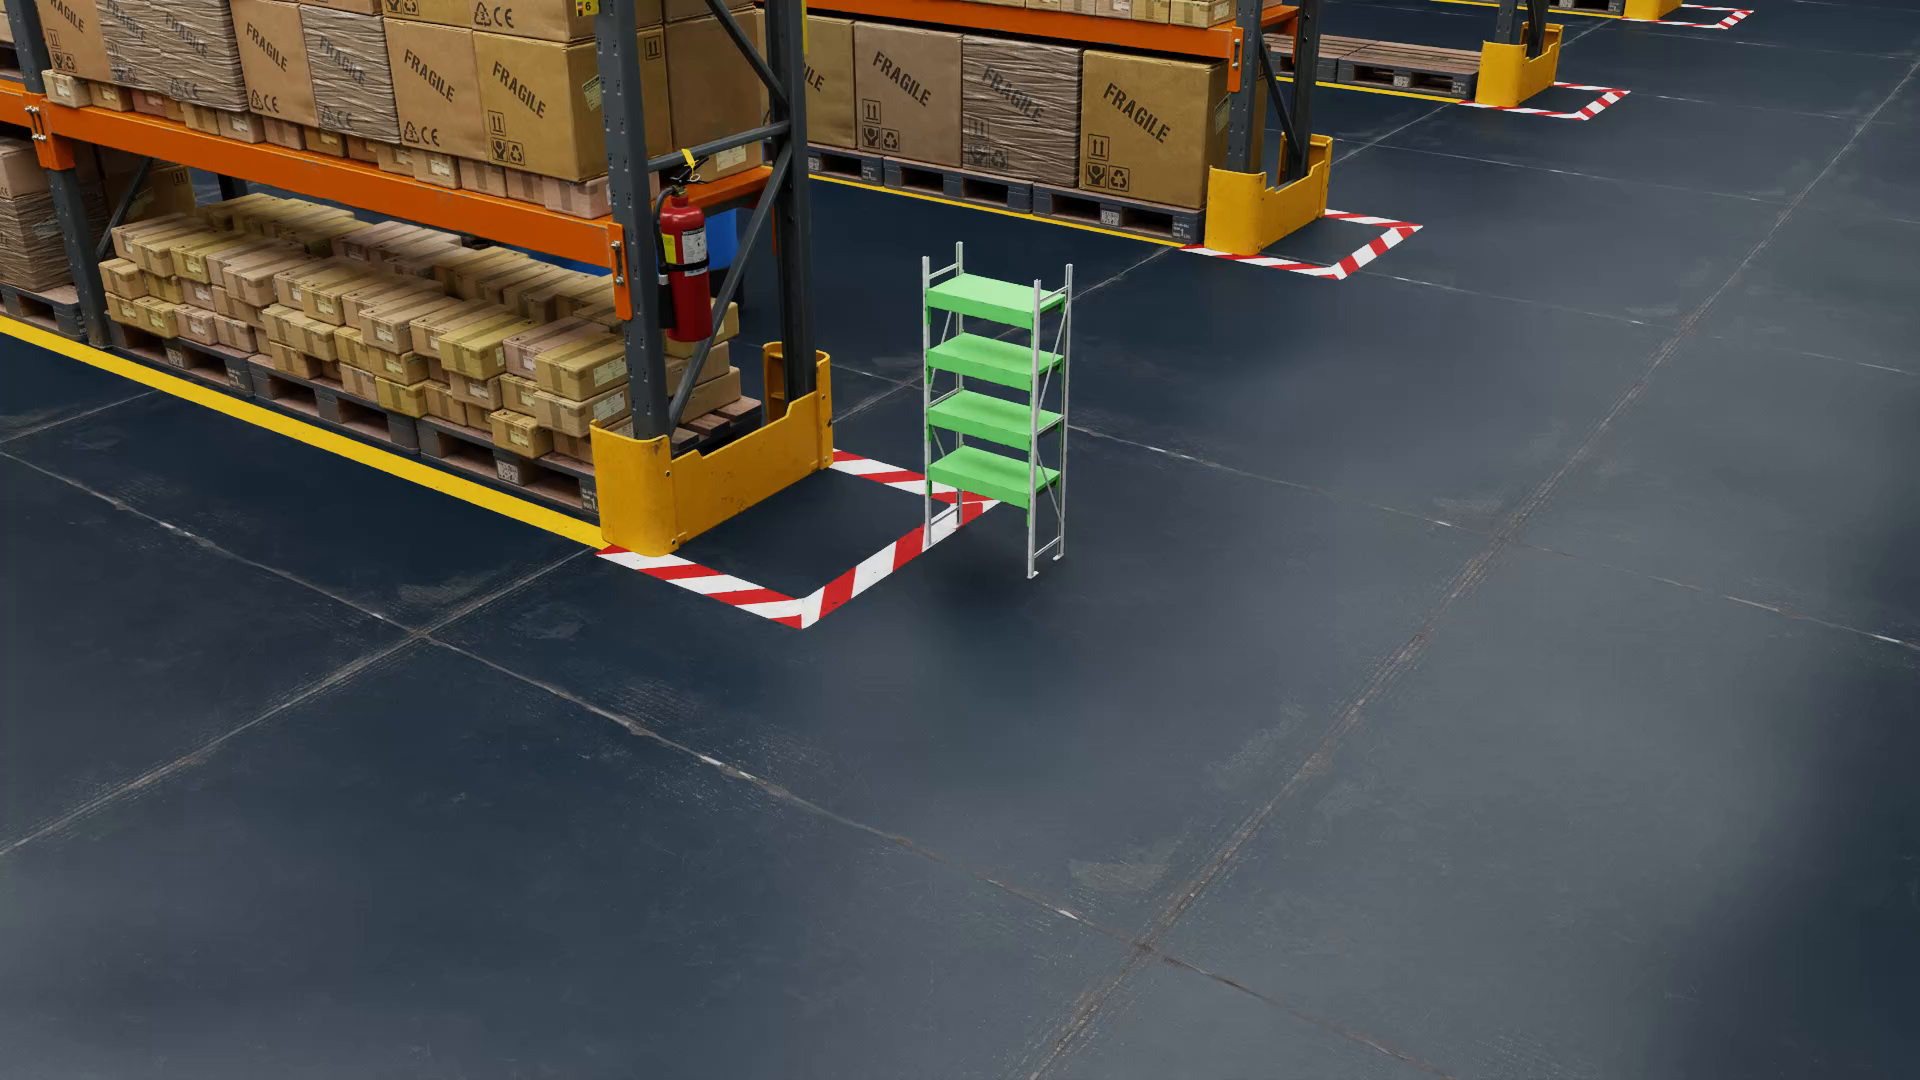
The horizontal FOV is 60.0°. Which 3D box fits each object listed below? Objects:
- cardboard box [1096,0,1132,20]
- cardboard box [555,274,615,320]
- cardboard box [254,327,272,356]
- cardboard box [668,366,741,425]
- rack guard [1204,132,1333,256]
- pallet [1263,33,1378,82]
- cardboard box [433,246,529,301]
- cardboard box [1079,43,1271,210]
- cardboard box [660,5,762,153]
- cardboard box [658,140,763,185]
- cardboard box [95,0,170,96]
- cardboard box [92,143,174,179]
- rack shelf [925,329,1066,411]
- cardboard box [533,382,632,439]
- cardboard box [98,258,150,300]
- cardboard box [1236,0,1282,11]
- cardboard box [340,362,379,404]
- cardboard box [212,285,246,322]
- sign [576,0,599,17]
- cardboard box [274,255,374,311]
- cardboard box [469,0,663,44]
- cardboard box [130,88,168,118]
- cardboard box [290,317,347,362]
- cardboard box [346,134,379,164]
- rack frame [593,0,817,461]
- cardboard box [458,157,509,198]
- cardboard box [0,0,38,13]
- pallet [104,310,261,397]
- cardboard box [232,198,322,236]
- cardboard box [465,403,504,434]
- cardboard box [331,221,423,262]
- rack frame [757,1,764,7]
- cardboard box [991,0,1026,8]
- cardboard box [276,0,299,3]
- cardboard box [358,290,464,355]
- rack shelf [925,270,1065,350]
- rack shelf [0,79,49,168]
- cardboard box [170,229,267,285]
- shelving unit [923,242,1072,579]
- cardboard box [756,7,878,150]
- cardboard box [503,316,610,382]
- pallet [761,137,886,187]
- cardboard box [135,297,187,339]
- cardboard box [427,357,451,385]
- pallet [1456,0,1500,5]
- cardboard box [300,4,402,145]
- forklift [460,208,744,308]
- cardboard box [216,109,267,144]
[{"bbox_3d":[1.040,-3.316,10.235,0.250,0.149,0.380,17,32,30],"label":"cardboard box"},{"bbox_3d":[-1.619,-1.081,7.592,0.250,0.149,0.380,17,32,30],"label":"cardboard box"},{"bbox_3d":[-3.196,-1.014,8.116,0.250,0.149,0.380,16,31,28],"label":"cardboard box"},{"bbox_3d":[-1.200,-0.670,7.440,0.250,0.149,0.380,18,32,31],"label":"cardboard box"},{"bbox_3d":[1.962,-2.208,10.537,0.348,0.500,1.175,17,32,30],"label":"rack guard"},{"bbox_3d":[3.087,-4.477,15.314,1.213,0.211,1.003,17,32,30],"label":"pallet"},{"bbox_3d":[-2.285,-1.273,7.969,0.250,0.149,0.380,18,32,31],"label":"cardboard box"},{"bbox_3d":[1.369,-2.703,10.633,0.875,0.875,0.875,17,32,30],"label":"cardboard box"},{"bbox_3d":[-1.163,-1.895,6.729,0.500,0.500,0.500,19,33,33],"label":"cardboard box"},{"bbox_3d":[-1.031,-1.593,6.851,0.250,0.149,0.380,17,32,30],"label":"cardboard box"},{"bbox_3d":[-3.569,-2.358,7.638,0.500,0.500,0.500,17,32,30],"label":"cardboard box"},{"bbox_3d":[-4.706,-2.223,9.276,0.500,0.250,0.500,16,31,28],"label":"cardboard box"},{"bbox_3d":[0.137,-0.649,6.314,0.480,0.148,0.258,17,32,30],"label":"rack shelf"},{"bbox_3d":[-1.546,-0.578,6.930,0.250,0.149,0.380,16,31,29],"label":"cardboard box"},{"bbox_3d":[-4.129,-1.363,8.474,0.250,0.149,0.380,19,33,33],"label":"cardboard box"},{"bbox_3d":[1.836,-3.430,10.461,0.250,0.149,0.380,18,32,31],"label":"cardboard box"},{"bbox_3d":[-2.610,-0.780,7.655,0.250,0.149,0.380,18,32,31],"label":"cardboard box"},{"bbox_3d":[-3.427,-1.212,8.177,0.250,0.149,0.380,16,31,28],"label":"cardboard box"},{"bbox_3d":[-1.280,-1.954,5.657,0.005,0.325,0.100,17,32,30],"label":"sign"},{"bbox_3d":[-2.987,-1.210,7.844,0.250,0.149,0.380,16,31,28],"label":"cardboard box"},{"bbox_3d":[-1.467,-2.147,6.121,0.500,0.500,0.500,17,31,29],"label":"cardboard box"},{"bbox_3d":[-3.694,-2.132,7.910,0.250,0.149,0.380,16,31,28],"label":"cardboard box"},{"bbox_3d":[-2.853,-0.972,7.704,0.250,0.149,0.380,18,32,31],"label":"cardboard box"},{"bbox_3d":[-2.390,-1.729,7.118,0.250,0.149,0.380,16,31,28],"label":"cardboard box"},{"bbox_3d":[-0.949,-1.500,6.389,0.127,3.000,1.000,17,32,30],"label":"rack frame"},{"bbox_3d":[-1.777,-1.502,6.672,0.250,0.149,0.380,17,32,30],"label":"cardboard box"},{"bbox_3d":[-4.686,-2.763,8.358,0.250,0.149,0.380,18,32,32],"label":"cardboard box"},{"bbox_3d":[-3.673,-1.125,8.727,1.213,0.211,1.003,17,32,30],"label":"pallet"},{"bbox_3d":[-3.573,-1.664,8.736,0.250,0.149,0.380,18,32,31],"label":"cardboard box"},{"bbox_3d":[-1.940,-0.602,7.305,0.250,0.149,0.380,17,32,30],"label":"cardboard box"},{"bbox_3d":[-2.918,-1.472,8.359,0.250,0.149,0.380,16,31,28],"label":"cardboard box"},{"bbox_3d":[-1.355,-4.355,12.000,0.127,3.000,1.000,17,32,30],"label":"rack frame"},{"bbox_3d":[0.405,-3.512,10.622,0.250,0.149,0.380,17,32,30],"label":"cardboard box"},{"bbox_3d":[-2.757,-2.542,6.897,0.500,0.500,0.500,16,31,29],"label":"cardboard box"},{"bbox_3d":[-2.420,-0.966,7.365,0.250,0.149,0.380,19,32,32],"label":"cardboard box"},{"bbox_3d":[0.137,-0.863,6.205,0.480,0.148,0.258,17,32,30],"label":"rack shelf"},{"bbox_3d":[-5.895,-2.720,9.580,4.000,0.370,1.077,17,32,30],"label":"rack shelf"},{"bbox_3d":[-3.650,-1.403,8.224,0.250,0.149,0.380,17,31,30],"label":"cardboard box"},{"bbox_3d":[0.137,-0.492,6.394,0.503,1.200,0.258,17,32,30],"label":"shelving unit"},{"bbox_3d":[-0.856,-3.396,11.995,0.875,0.875,0.875,17,32,30],"label":"cardboard box"},{"bbox_3d":[-1.704,-0.808,7.056,0.250,0.149,0.380,18,32,31],"label":"cardboard box"},{"bbox_3d":[-0.773,-2.888,12.192,1.213,0.211,1.003,17,32,30],"label":"pallet"},{"bbox_3d":[-3.909,-1.161,8.405,0.250,0.149,0.380,18,32,32],"label":"cardboard box"},{"bbox_3d":[-2.139,-0.818,7.402,0.250,0.149,0.380,17,31,30],"label":"cardboard box"},{"bbox_3d":[5.832,-6.325,18.946,1.213,0.211,1.003,17,32,30],"label":"pallet"},{"bbox_3d":[-2.311,-1.957,6.849,0.500,0.500,0.500,17,32,30],"label":"cardboard box"},{"bbox_3d":[-2.356,-2.994,9.402,1.130,2.935,3.031,-15,30,-26],"label":"forklift"},{"bbox_3d":[-3.085,-1.900,7.452,0.250,0.149,0.380,19,33,32],"label":"cardboard box"}]
